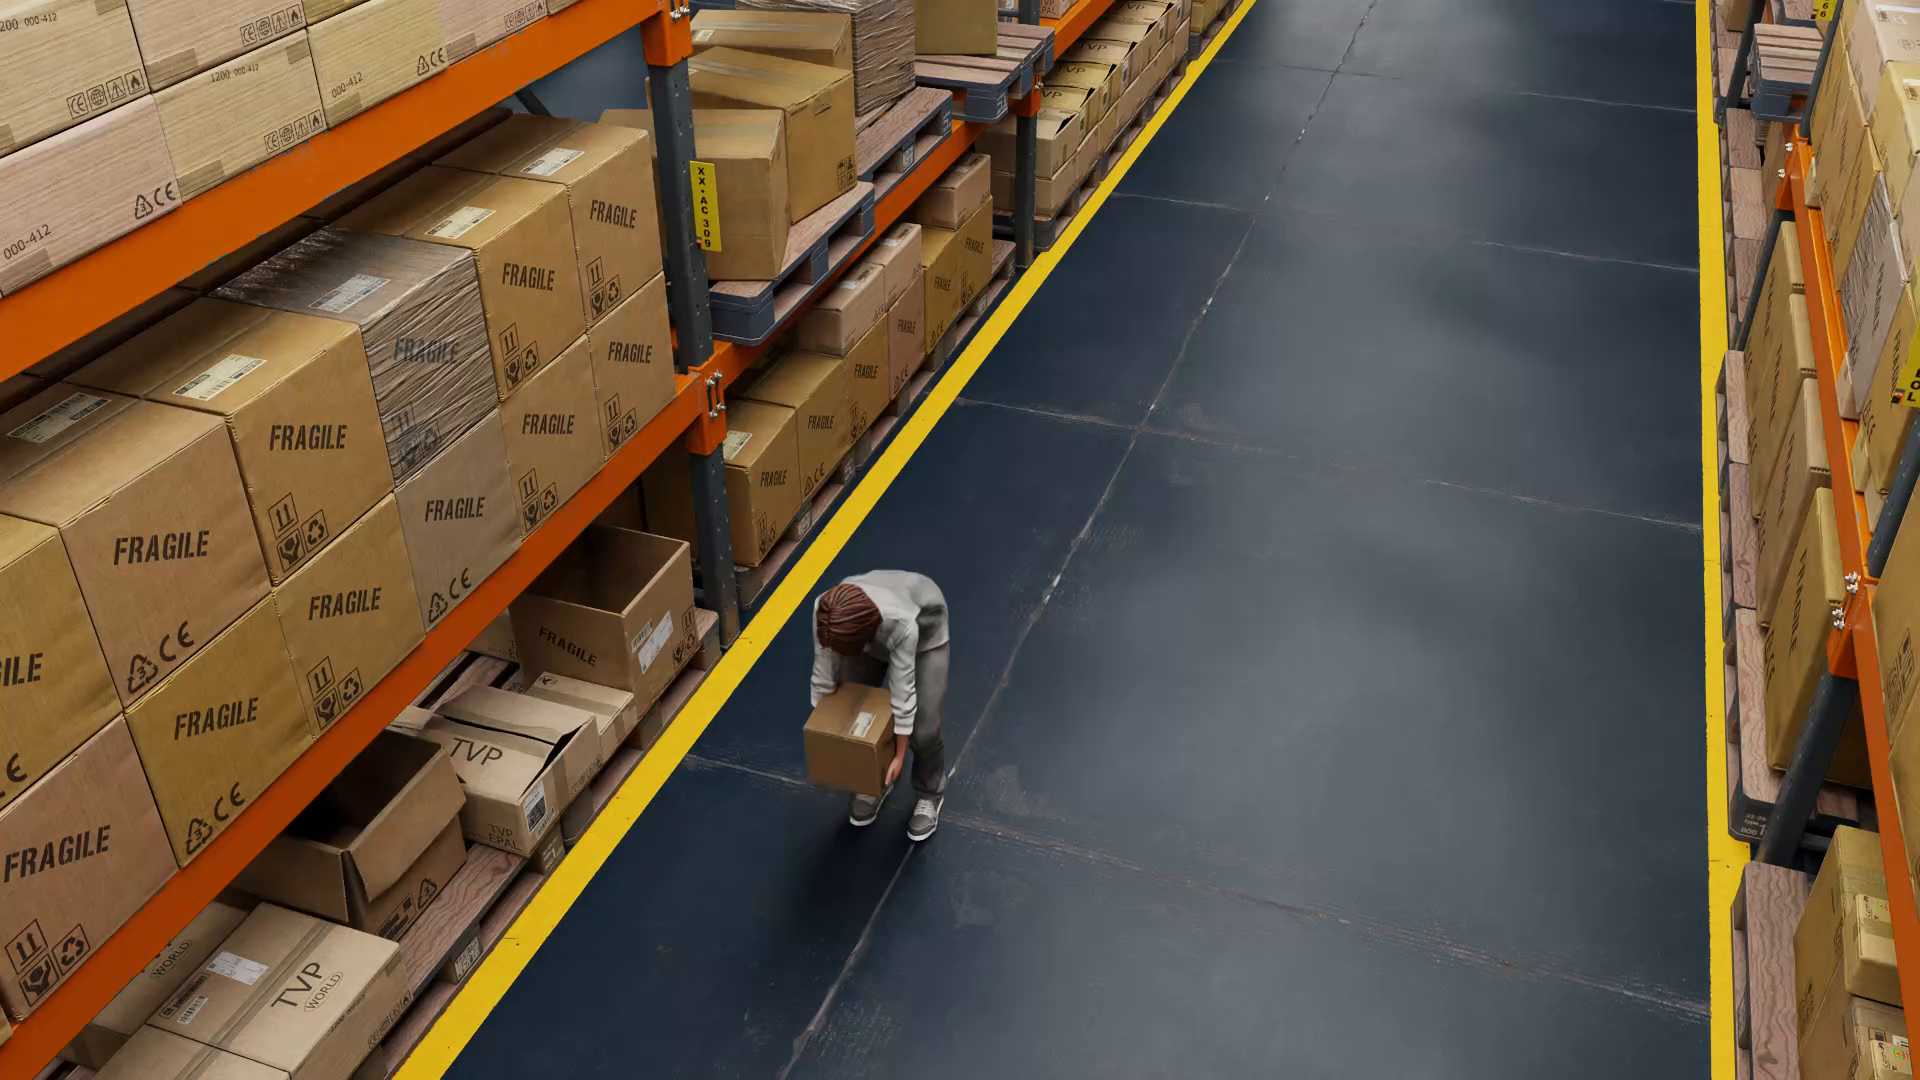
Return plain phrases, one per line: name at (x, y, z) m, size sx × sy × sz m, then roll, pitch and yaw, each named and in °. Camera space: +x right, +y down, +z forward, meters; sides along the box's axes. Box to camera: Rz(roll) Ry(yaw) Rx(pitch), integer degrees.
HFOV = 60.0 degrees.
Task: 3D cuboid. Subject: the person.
person at (-0.280, 0.555, 5.609) m, size 0.385 × 1.278 × 0.780 m, roll 10°, pitch 35°, yaw 15°
